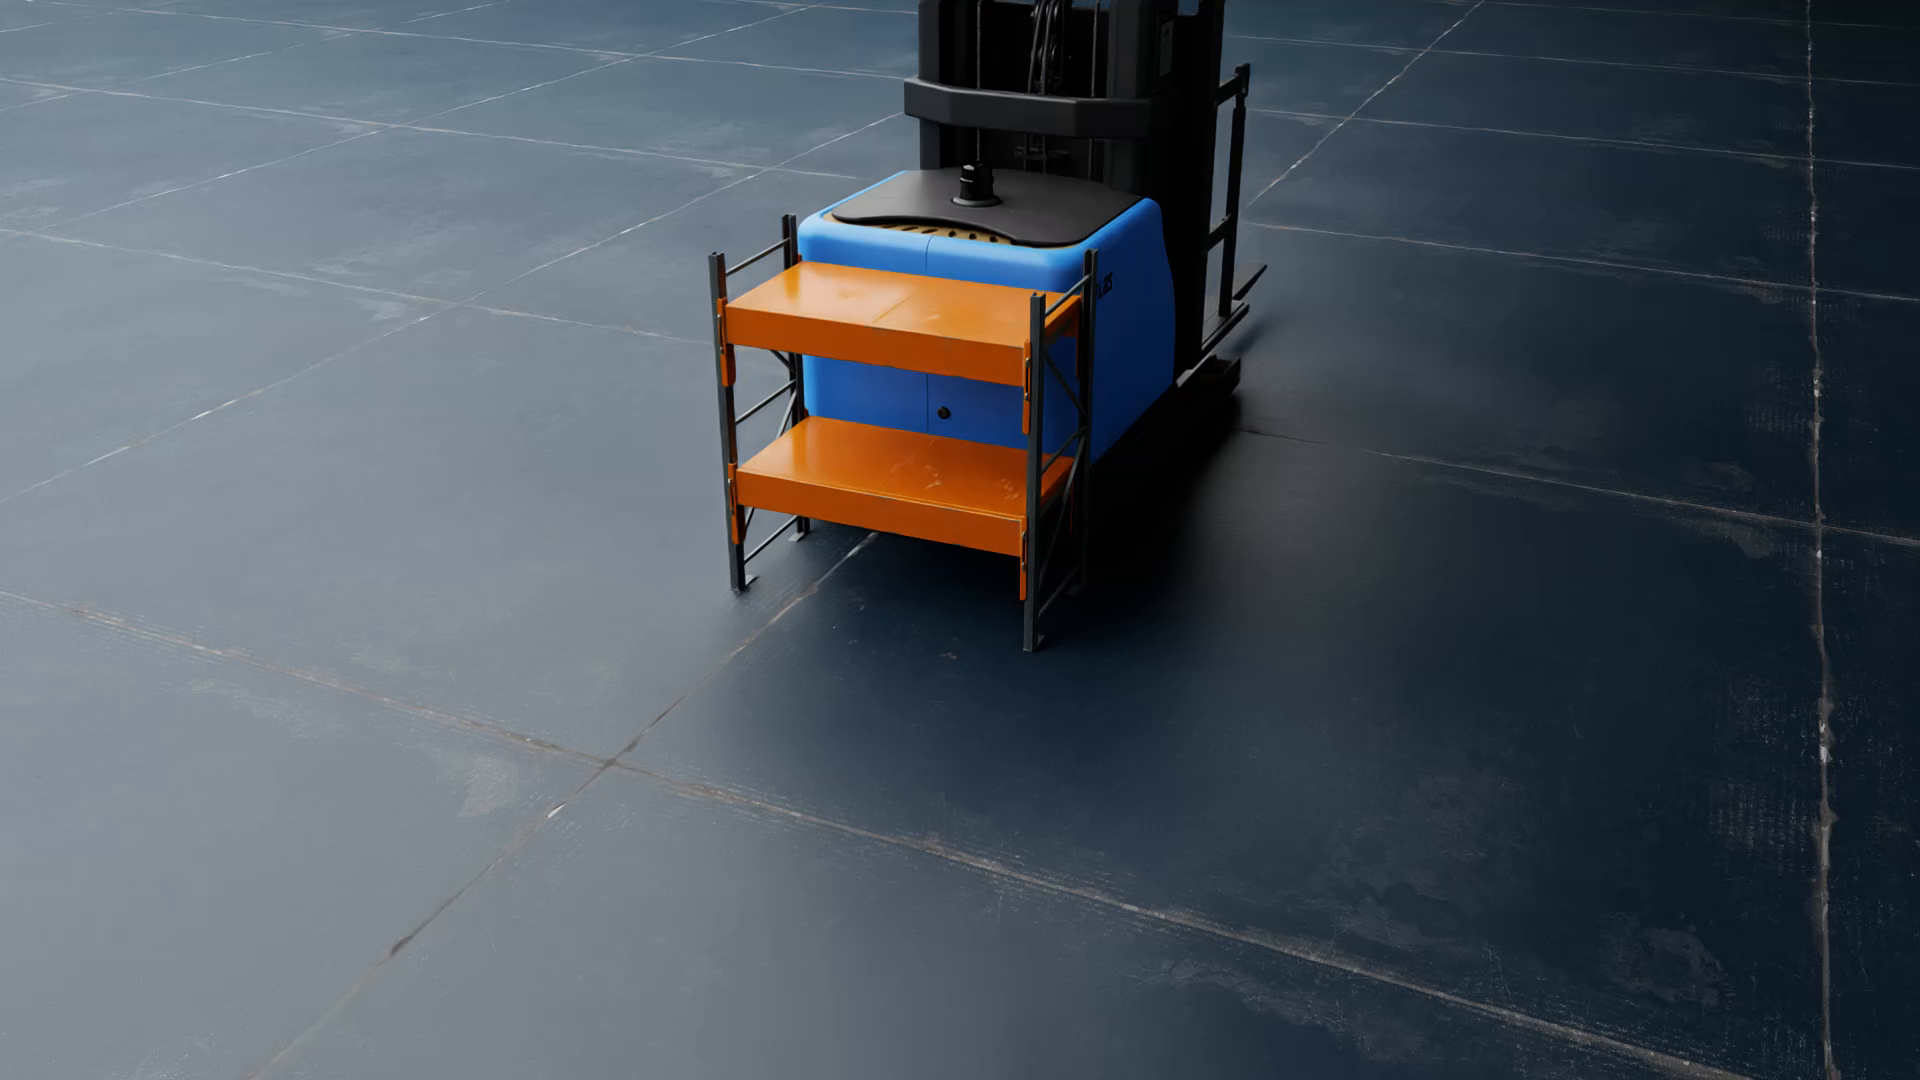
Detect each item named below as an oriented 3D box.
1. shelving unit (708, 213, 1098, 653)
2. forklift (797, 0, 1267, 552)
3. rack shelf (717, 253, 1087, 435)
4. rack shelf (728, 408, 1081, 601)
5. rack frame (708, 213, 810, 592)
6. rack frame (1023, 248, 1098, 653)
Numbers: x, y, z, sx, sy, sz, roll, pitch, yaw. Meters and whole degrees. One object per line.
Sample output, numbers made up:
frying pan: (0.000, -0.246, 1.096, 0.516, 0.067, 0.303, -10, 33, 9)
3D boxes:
shelving unit: (-0.166, -0.352, 5.191, 1.048, 1.125, 0.538, 10, 28, 20)
forklift: (0.524, -1.899, 6.290, 1.130, 2.935, 3.031, 12, 28, 22)
rack shelf: (-0.166, -0.614, 5.061, 1.000, 0.278, 0.538, 10, 28, 20)
rack shelf: (-0.166, -0.132, 5.299, 1.000, 0.278, 0.538, 10, 28, 20)
rack frame: (-0.635, -0.438, 5.367, 0.032, 1.125, 0.500, 10, 28, 20)
rack frame: (0.303, -0.265, 5.014, 0.032, 1.125, 0.500, 10, 28, 20)
